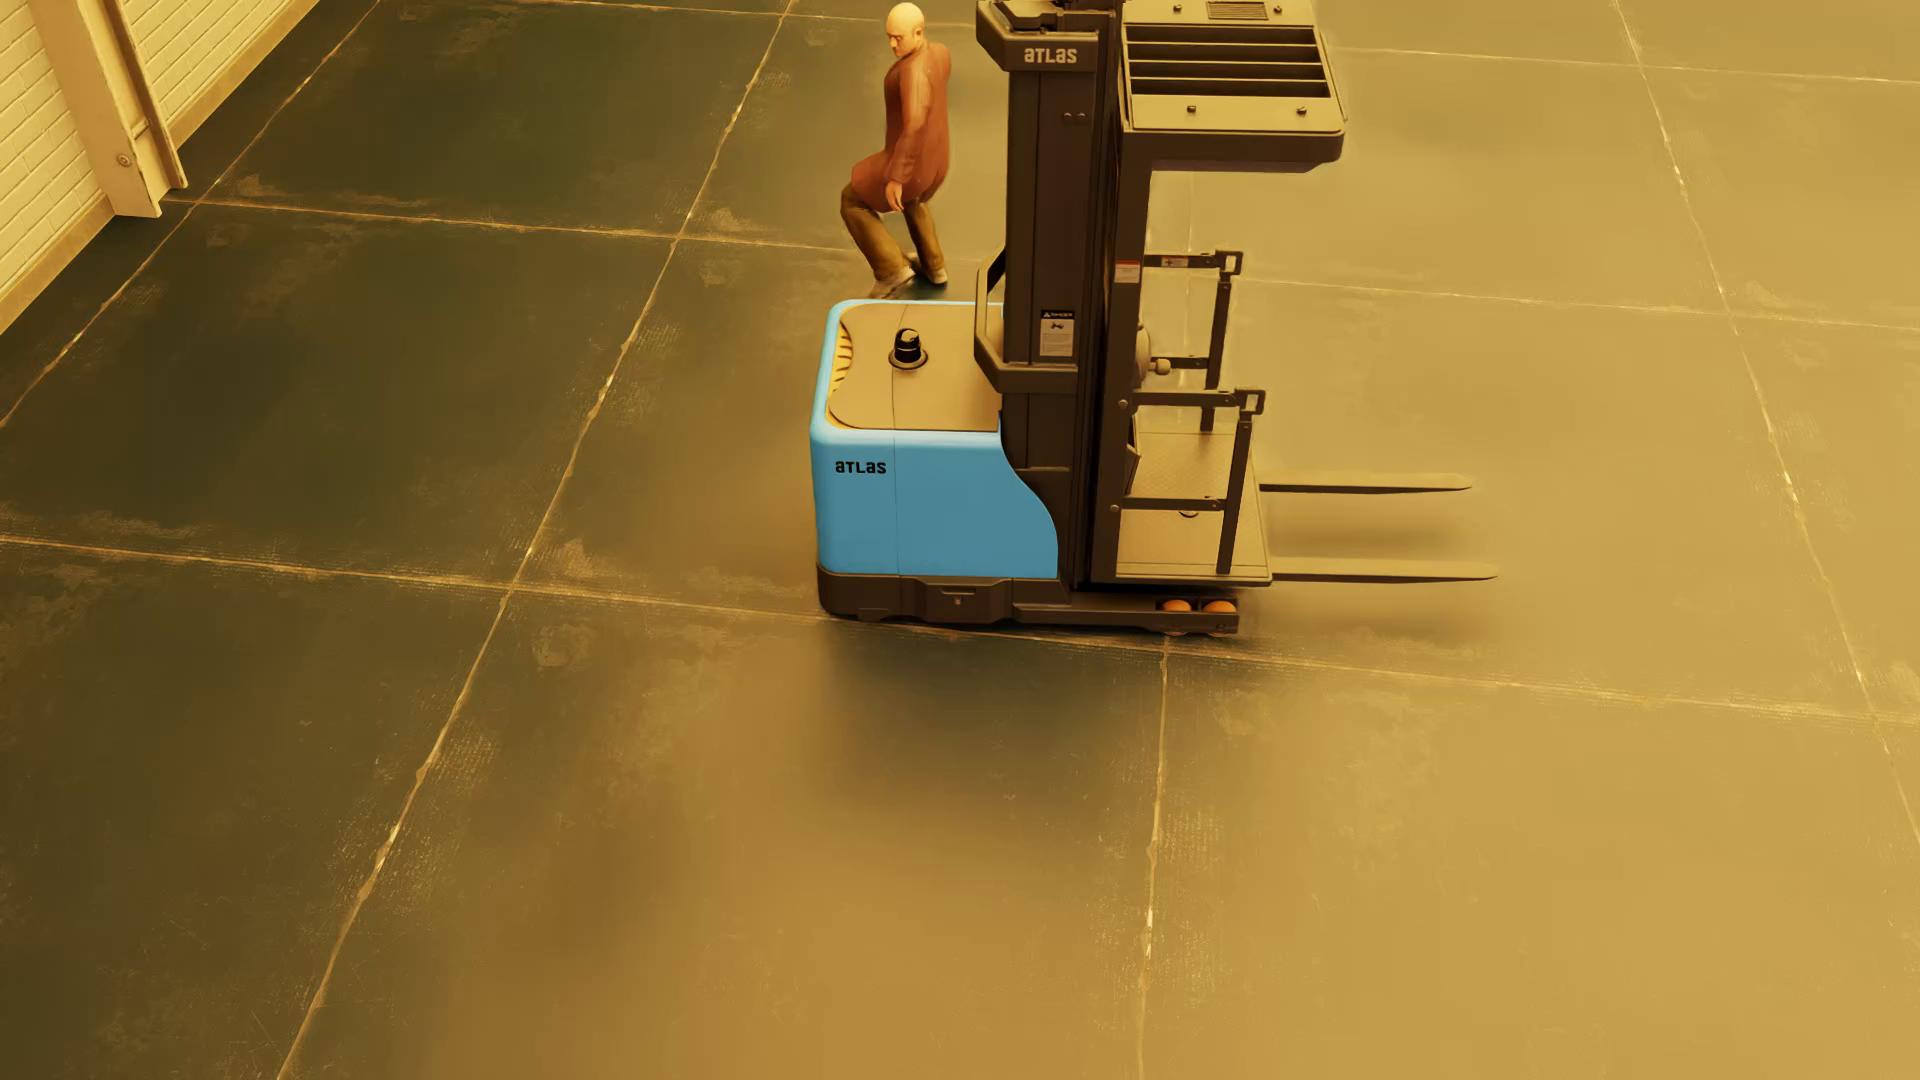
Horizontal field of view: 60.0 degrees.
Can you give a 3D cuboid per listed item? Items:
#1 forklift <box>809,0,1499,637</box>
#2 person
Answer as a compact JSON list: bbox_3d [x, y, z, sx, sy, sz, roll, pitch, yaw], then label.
[{"bbox_3d":[0.893,-1.017,6.831,3.031,2.935,1.130,1,43,1],"label":"forklift"},{"bbox_3d":[-0.300,-2.056,8.909,0.650,1.677,0.868,26,48,25],"label":"person"}]
